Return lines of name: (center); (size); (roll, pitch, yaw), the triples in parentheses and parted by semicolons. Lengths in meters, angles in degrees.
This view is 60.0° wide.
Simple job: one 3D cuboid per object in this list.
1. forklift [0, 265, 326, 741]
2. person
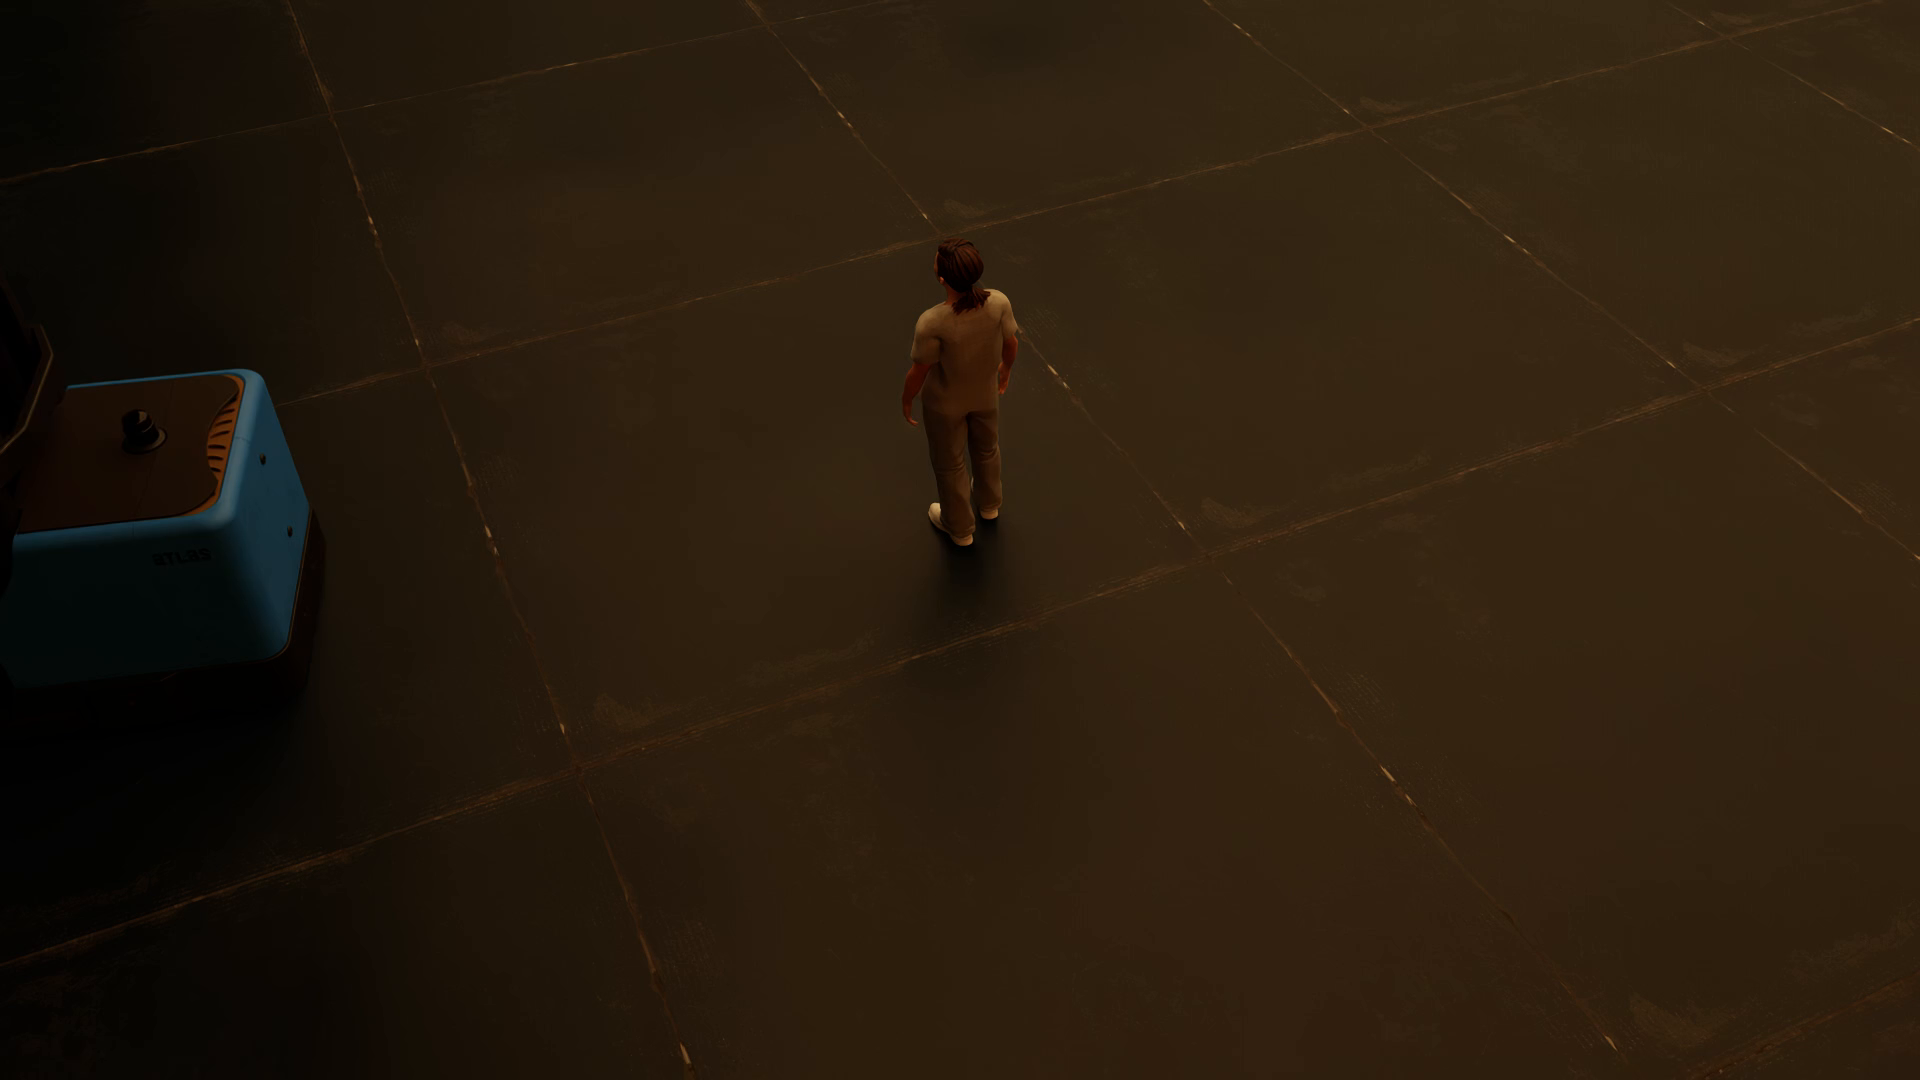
forklift: (-4.352, -0.530, 6.248); (3.031, 2.935, 1.130); (-7, 43, -7)
person: (-0.018, -0.668, 7.304); (0.549, 1.675, 0.549); (-18, 46, -18)
